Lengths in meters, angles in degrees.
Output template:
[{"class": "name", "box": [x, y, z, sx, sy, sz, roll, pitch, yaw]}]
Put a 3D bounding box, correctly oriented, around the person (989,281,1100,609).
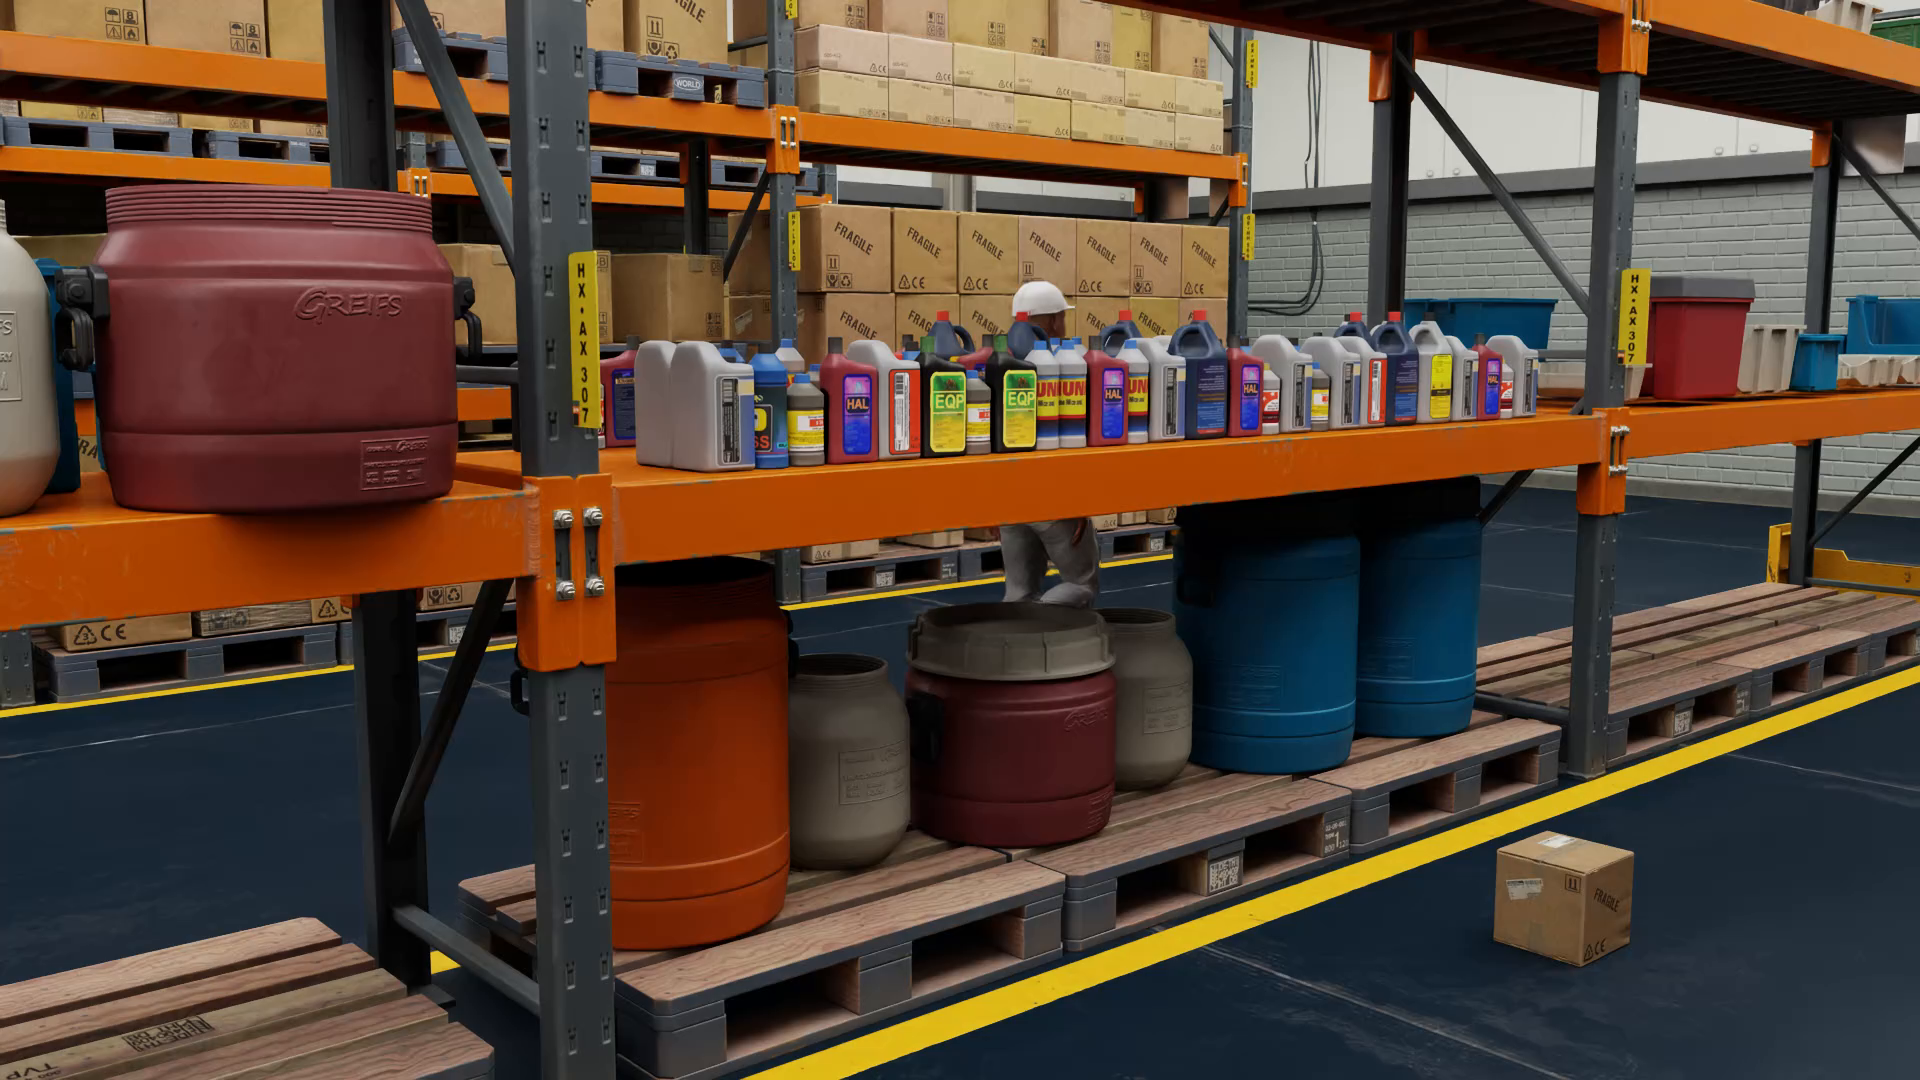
[{"class": "person", "box": [0.286, -0.161, 6.737, 0.585, 1.757, 0.531, 7, 10, 43]}]
